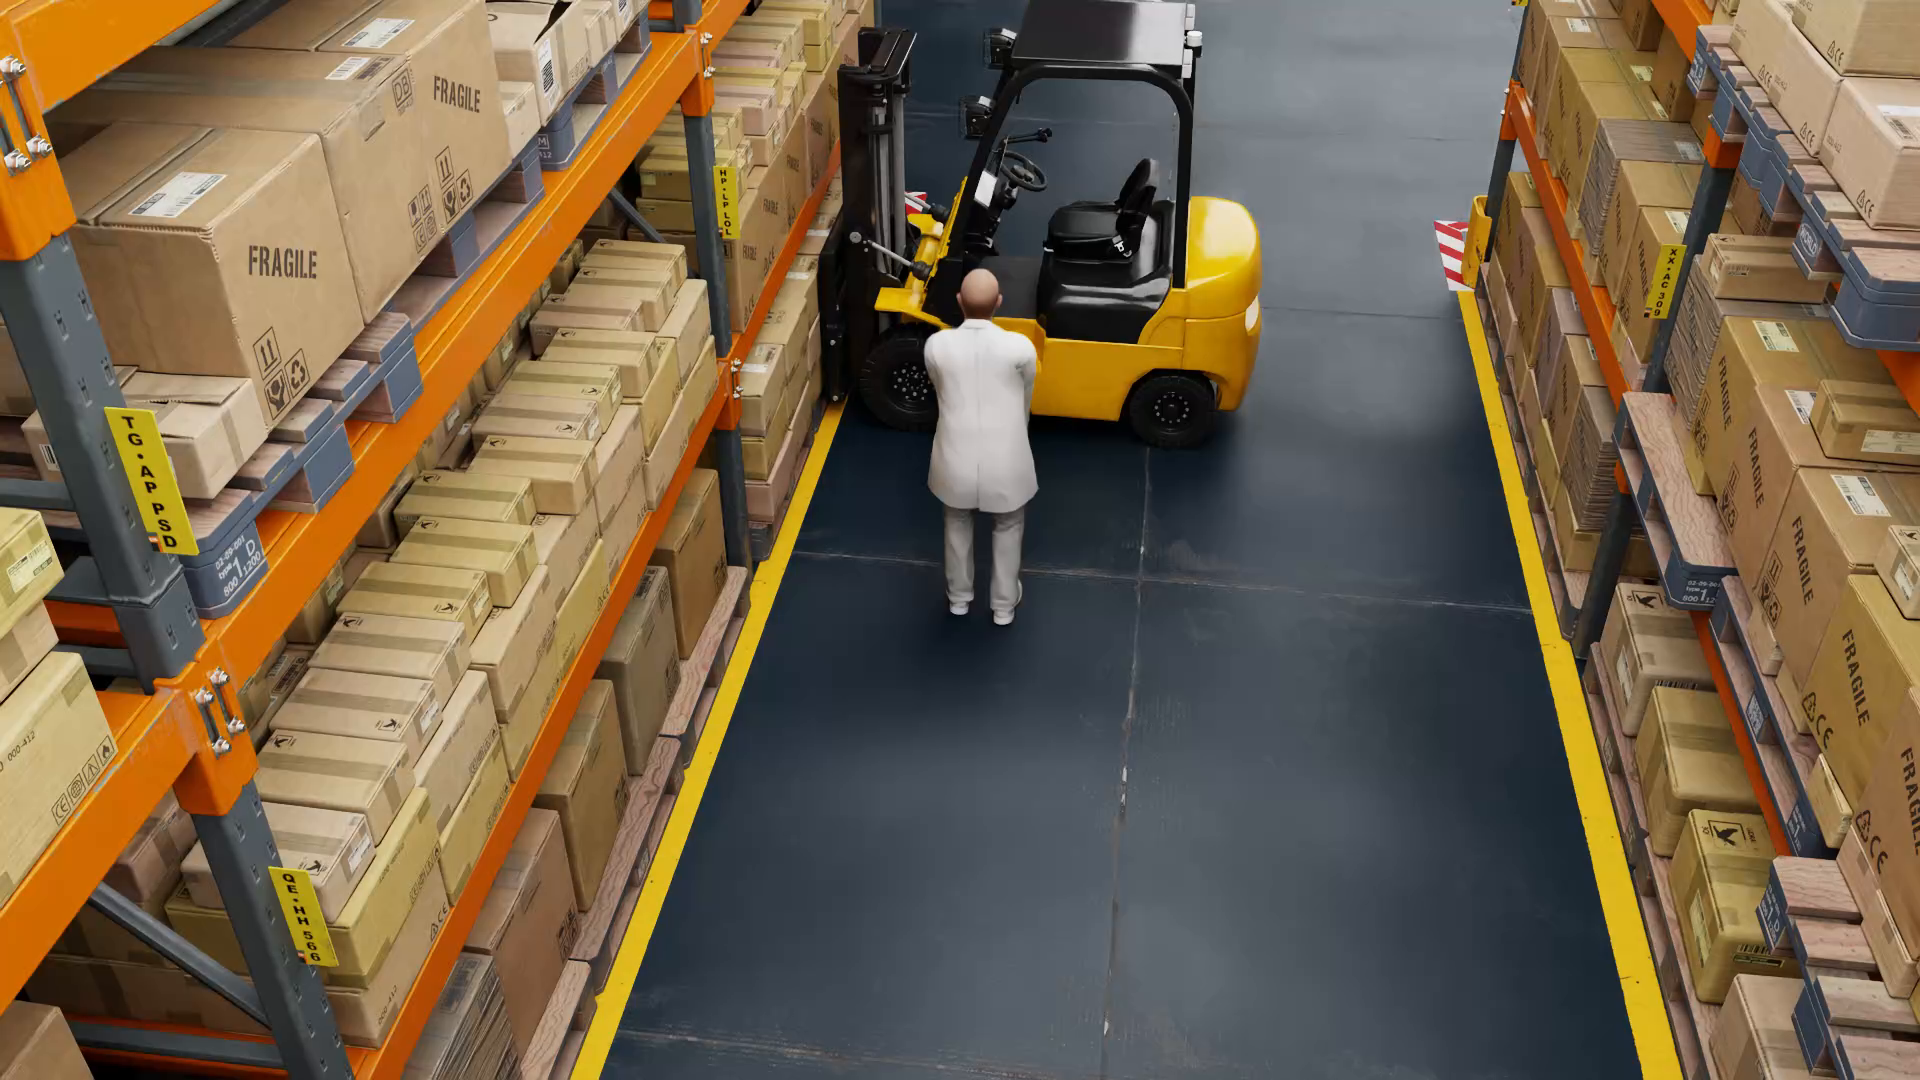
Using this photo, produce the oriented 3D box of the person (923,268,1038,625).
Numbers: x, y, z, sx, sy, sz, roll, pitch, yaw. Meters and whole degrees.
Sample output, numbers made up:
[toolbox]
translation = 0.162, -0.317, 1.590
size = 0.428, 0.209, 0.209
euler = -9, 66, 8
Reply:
[person]
translation = 0.108, -0.454, 7.697
size = 0.531, 1.774, 0.573
euler = 4, 36, 5
